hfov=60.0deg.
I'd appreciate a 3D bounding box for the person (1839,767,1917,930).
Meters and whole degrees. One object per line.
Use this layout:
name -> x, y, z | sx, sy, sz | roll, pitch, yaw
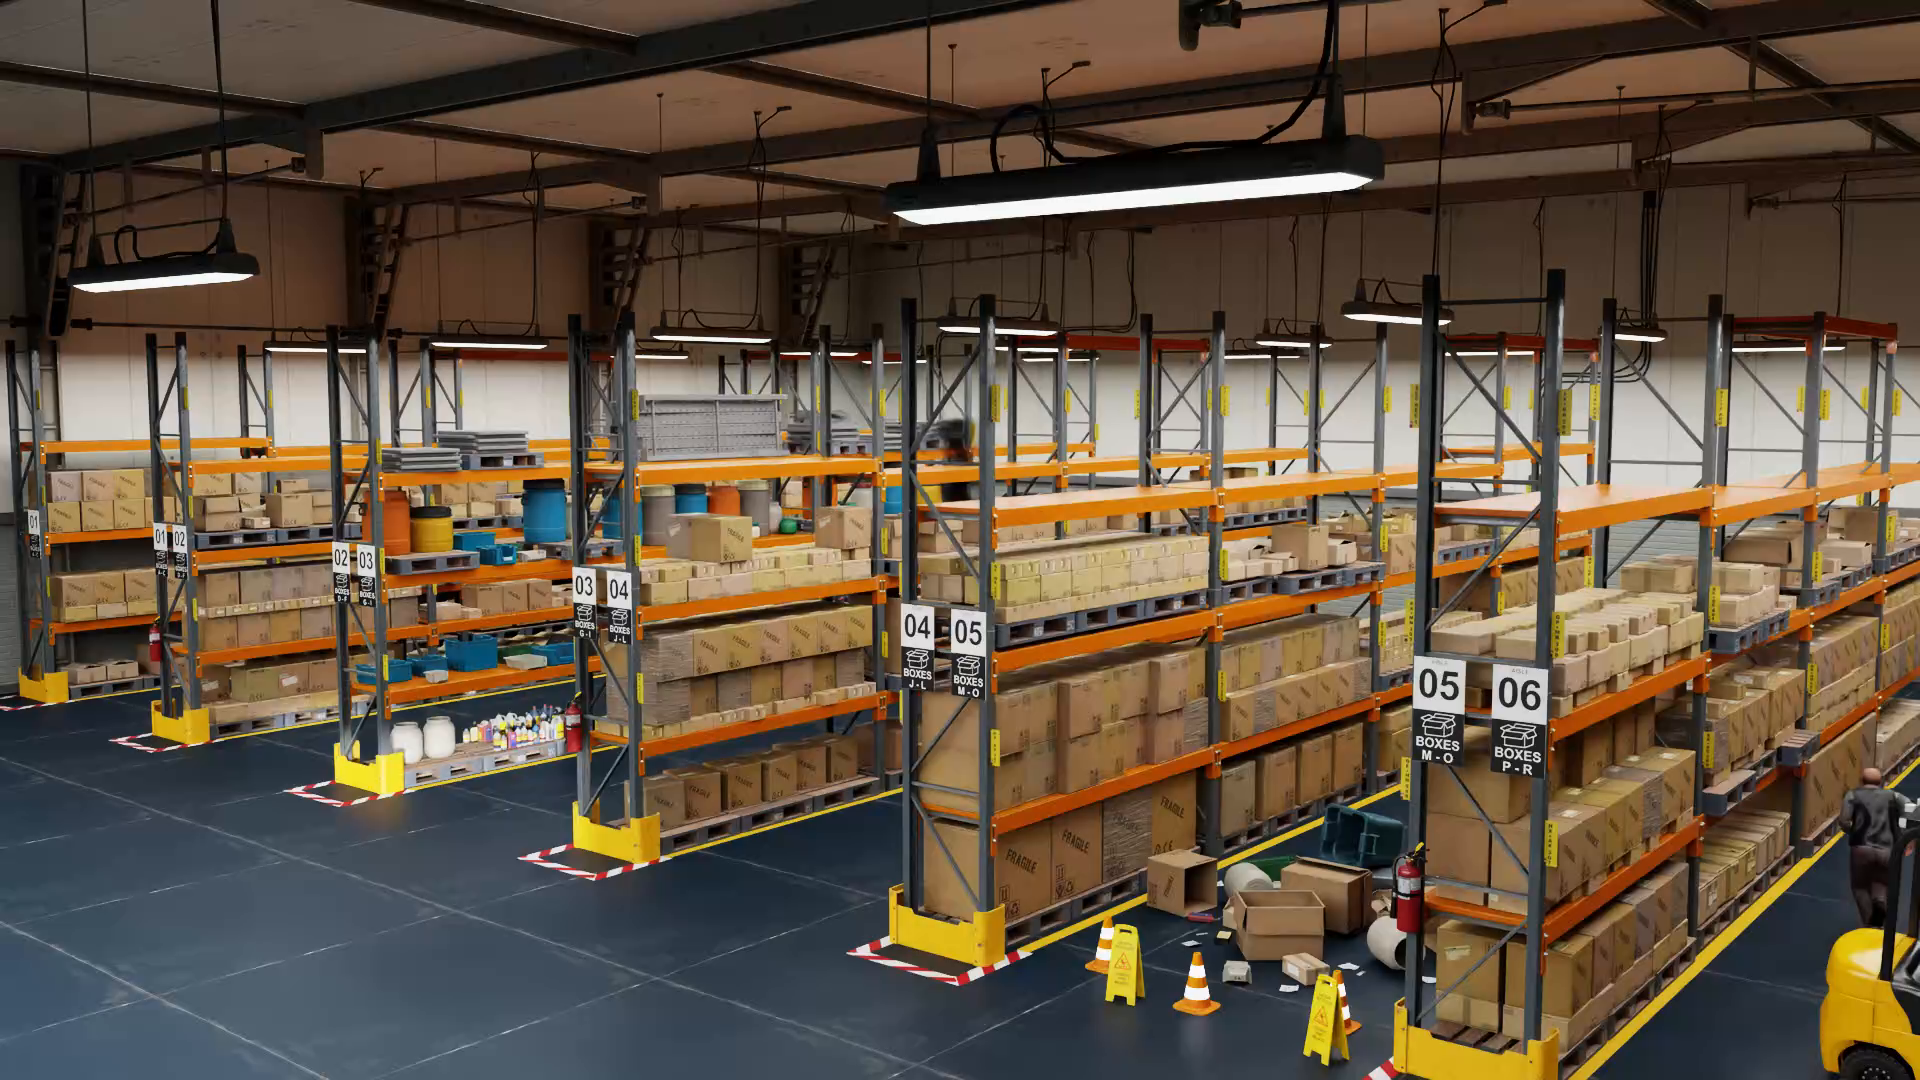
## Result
person -> 8.746, 2.982, 15.831 | 0.686, 1.540, 0.817 | 2, 6, 21
